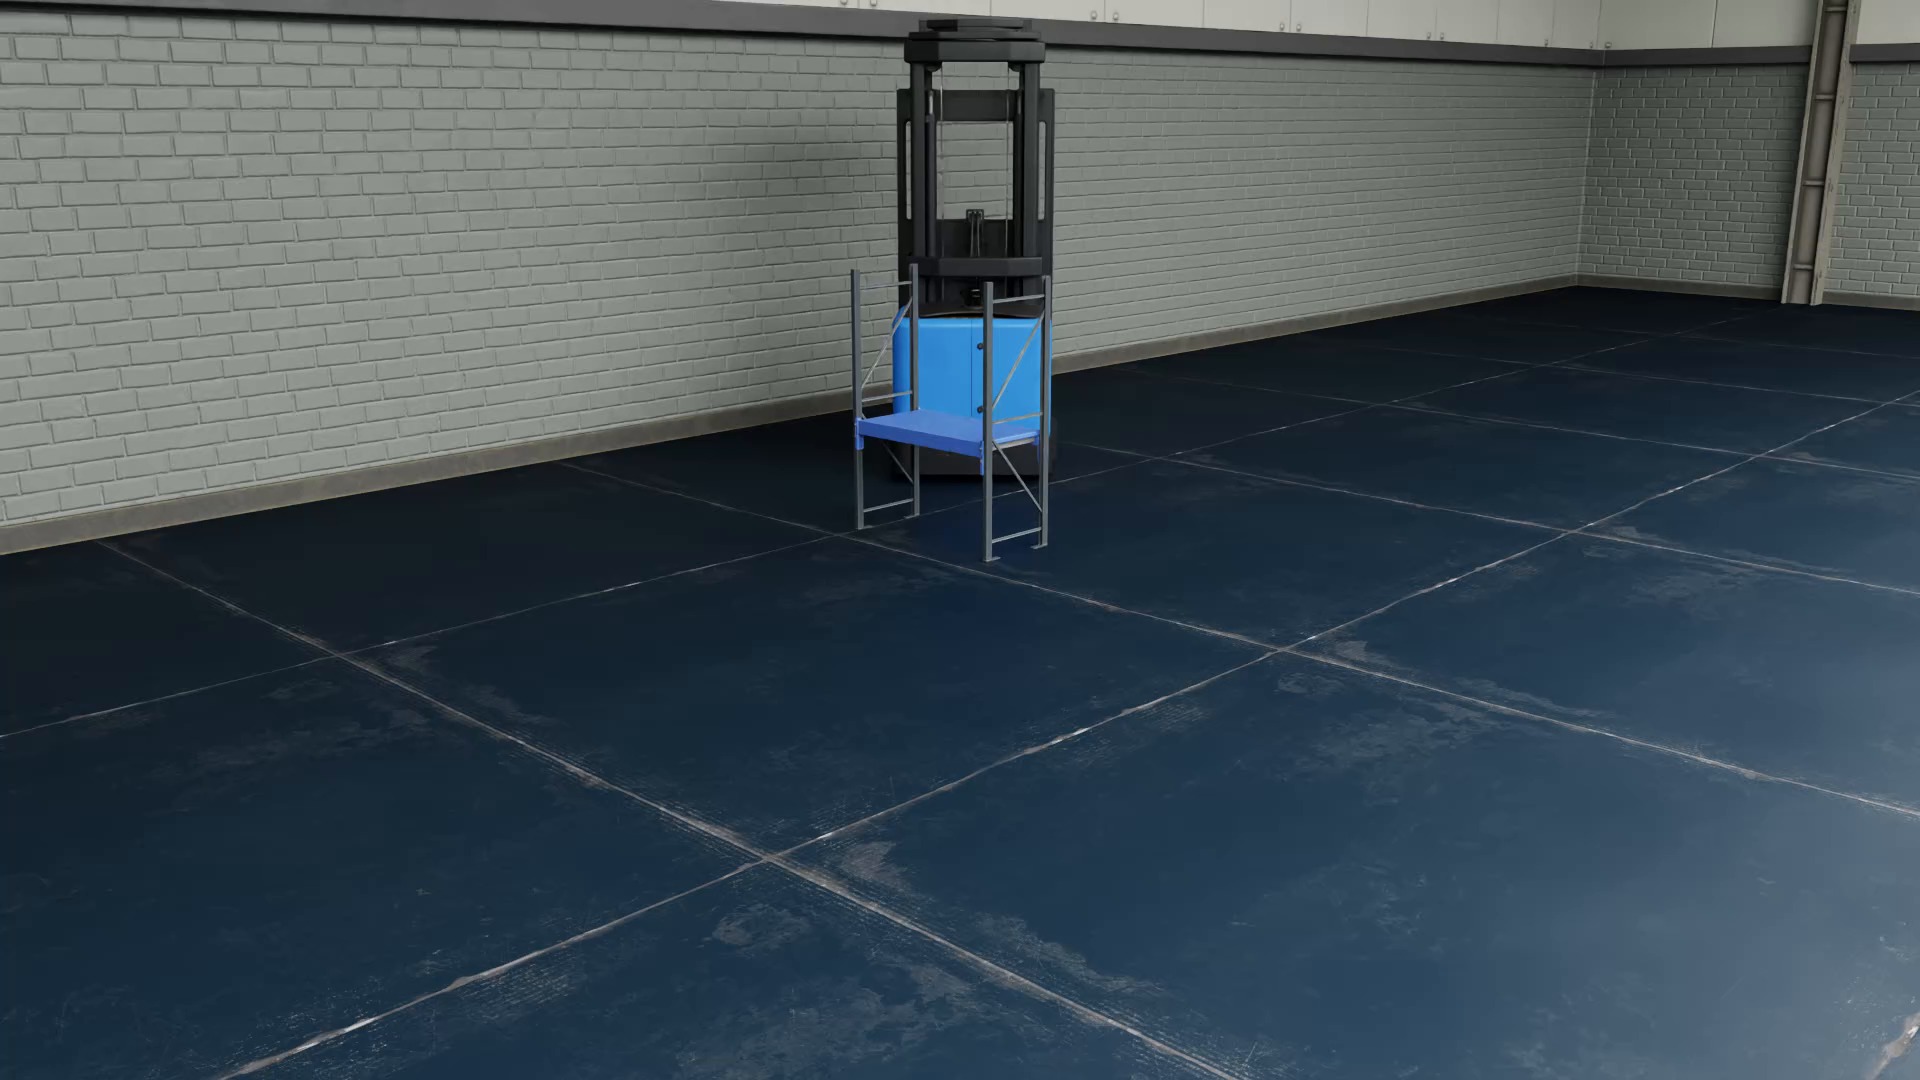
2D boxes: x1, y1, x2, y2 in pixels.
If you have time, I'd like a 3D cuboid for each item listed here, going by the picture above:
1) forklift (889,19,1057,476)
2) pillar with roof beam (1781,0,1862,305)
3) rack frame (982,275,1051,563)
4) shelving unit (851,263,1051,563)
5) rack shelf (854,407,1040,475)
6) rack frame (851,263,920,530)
[{"bbox_3d":[0.115,-2.150,11.872,1.130,2.935,3.031,0,15,2],"label":"forklift"},{"bbox_3d":[7.542,-6.538,16.677,0.400,9.000,9.100,14,20,42],"label":"pillar with roof beam"},{"bbox_3d":[0.305,-0.652,8.959,0.032,1.500,0.500,14,20,42],"label":"rack frame"},{"bbox_3d":[-0.061,-0.741,9.300,1.048,1.500,0.538,14,20,42],"label":"shelving unit"},{"bbox_3d":[-0.061,-0.567,9.346,1.000,0.185,0.538,14,20,42],"label":"rack shelf"},{"bbox_3d":[-0.427,-0.830,9.642,0.032,1.500,0.500,14,20,42],"label":"rack frame"}]
